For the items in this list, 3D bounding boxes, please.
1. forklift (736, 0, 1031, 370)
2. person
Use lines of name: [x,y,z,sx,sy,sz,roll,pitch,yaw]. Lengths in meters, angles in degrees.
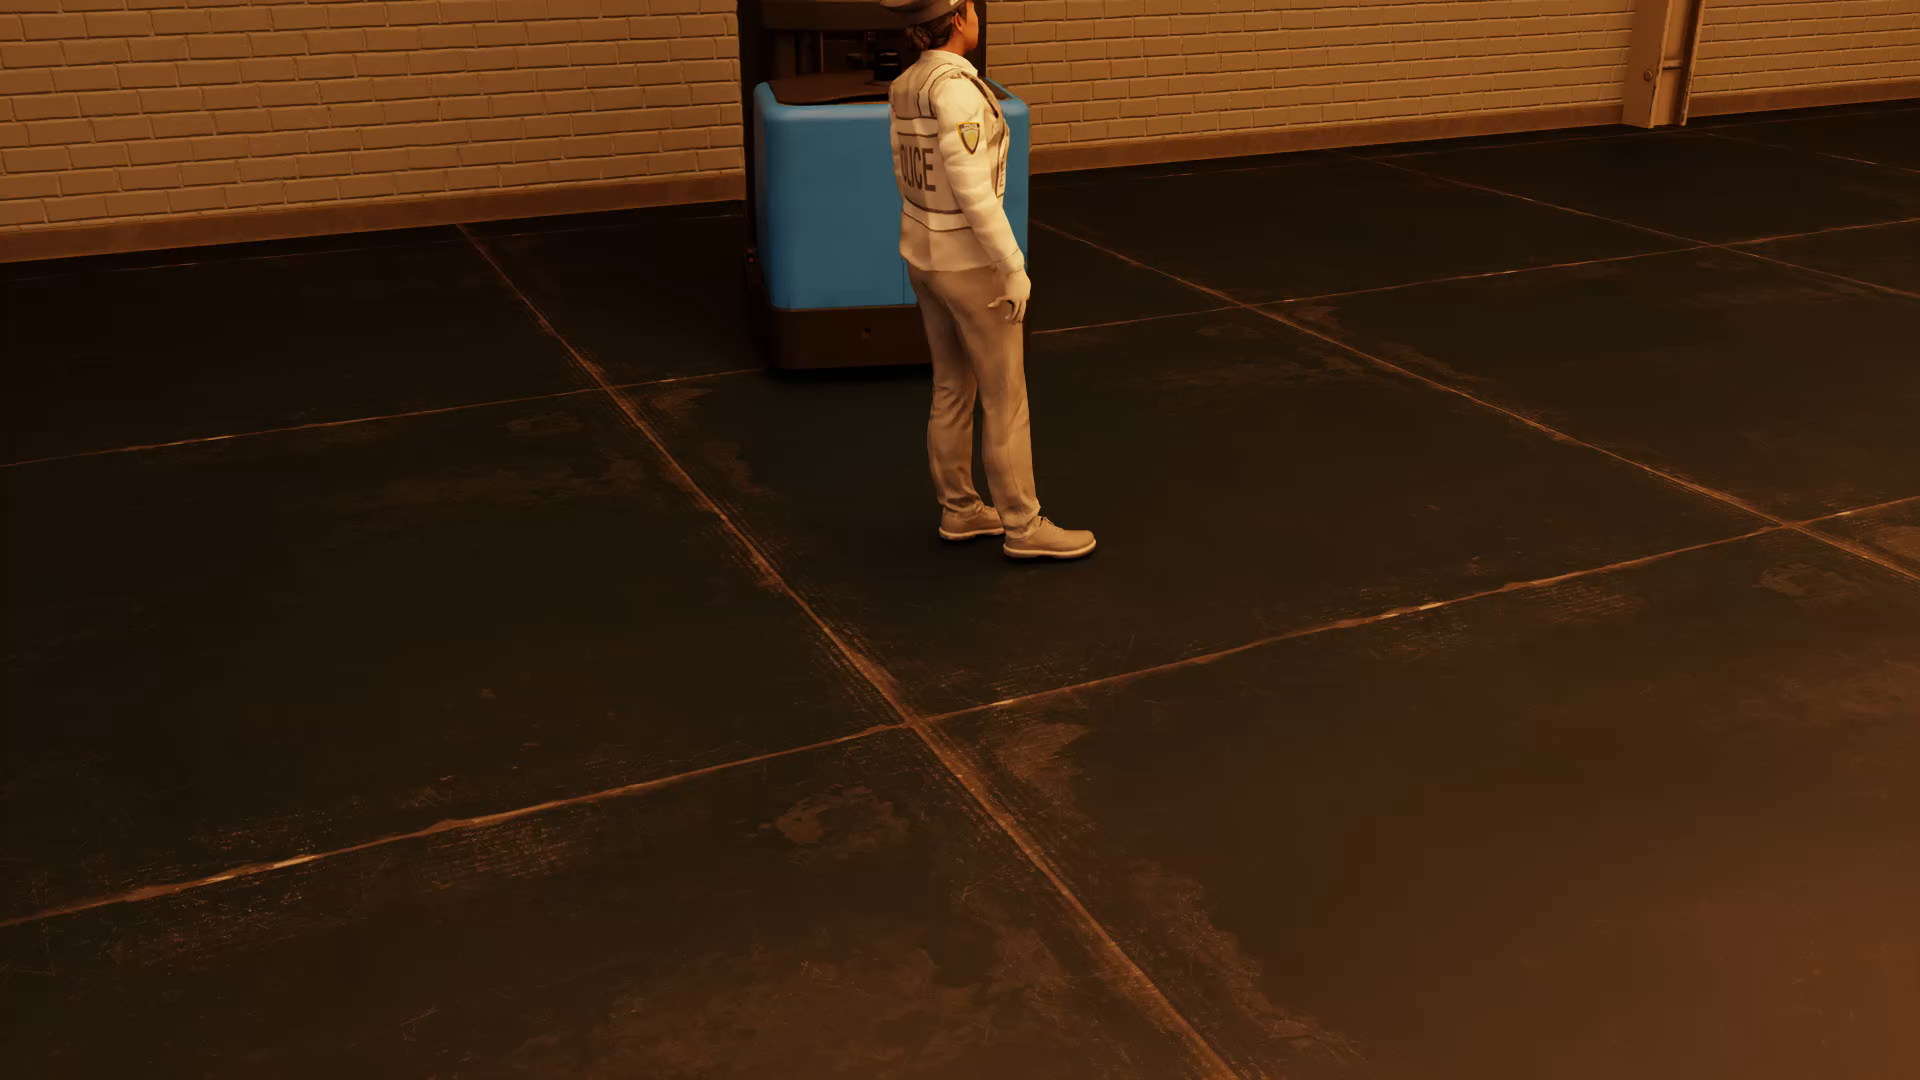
forklift: [-0.468,-2.555,7.436,1.130,2.935,3.031,-4,23,-9]
person: [0.064,-0.798,4.800,0.534,1.696,0.587,-10,25,-23]
